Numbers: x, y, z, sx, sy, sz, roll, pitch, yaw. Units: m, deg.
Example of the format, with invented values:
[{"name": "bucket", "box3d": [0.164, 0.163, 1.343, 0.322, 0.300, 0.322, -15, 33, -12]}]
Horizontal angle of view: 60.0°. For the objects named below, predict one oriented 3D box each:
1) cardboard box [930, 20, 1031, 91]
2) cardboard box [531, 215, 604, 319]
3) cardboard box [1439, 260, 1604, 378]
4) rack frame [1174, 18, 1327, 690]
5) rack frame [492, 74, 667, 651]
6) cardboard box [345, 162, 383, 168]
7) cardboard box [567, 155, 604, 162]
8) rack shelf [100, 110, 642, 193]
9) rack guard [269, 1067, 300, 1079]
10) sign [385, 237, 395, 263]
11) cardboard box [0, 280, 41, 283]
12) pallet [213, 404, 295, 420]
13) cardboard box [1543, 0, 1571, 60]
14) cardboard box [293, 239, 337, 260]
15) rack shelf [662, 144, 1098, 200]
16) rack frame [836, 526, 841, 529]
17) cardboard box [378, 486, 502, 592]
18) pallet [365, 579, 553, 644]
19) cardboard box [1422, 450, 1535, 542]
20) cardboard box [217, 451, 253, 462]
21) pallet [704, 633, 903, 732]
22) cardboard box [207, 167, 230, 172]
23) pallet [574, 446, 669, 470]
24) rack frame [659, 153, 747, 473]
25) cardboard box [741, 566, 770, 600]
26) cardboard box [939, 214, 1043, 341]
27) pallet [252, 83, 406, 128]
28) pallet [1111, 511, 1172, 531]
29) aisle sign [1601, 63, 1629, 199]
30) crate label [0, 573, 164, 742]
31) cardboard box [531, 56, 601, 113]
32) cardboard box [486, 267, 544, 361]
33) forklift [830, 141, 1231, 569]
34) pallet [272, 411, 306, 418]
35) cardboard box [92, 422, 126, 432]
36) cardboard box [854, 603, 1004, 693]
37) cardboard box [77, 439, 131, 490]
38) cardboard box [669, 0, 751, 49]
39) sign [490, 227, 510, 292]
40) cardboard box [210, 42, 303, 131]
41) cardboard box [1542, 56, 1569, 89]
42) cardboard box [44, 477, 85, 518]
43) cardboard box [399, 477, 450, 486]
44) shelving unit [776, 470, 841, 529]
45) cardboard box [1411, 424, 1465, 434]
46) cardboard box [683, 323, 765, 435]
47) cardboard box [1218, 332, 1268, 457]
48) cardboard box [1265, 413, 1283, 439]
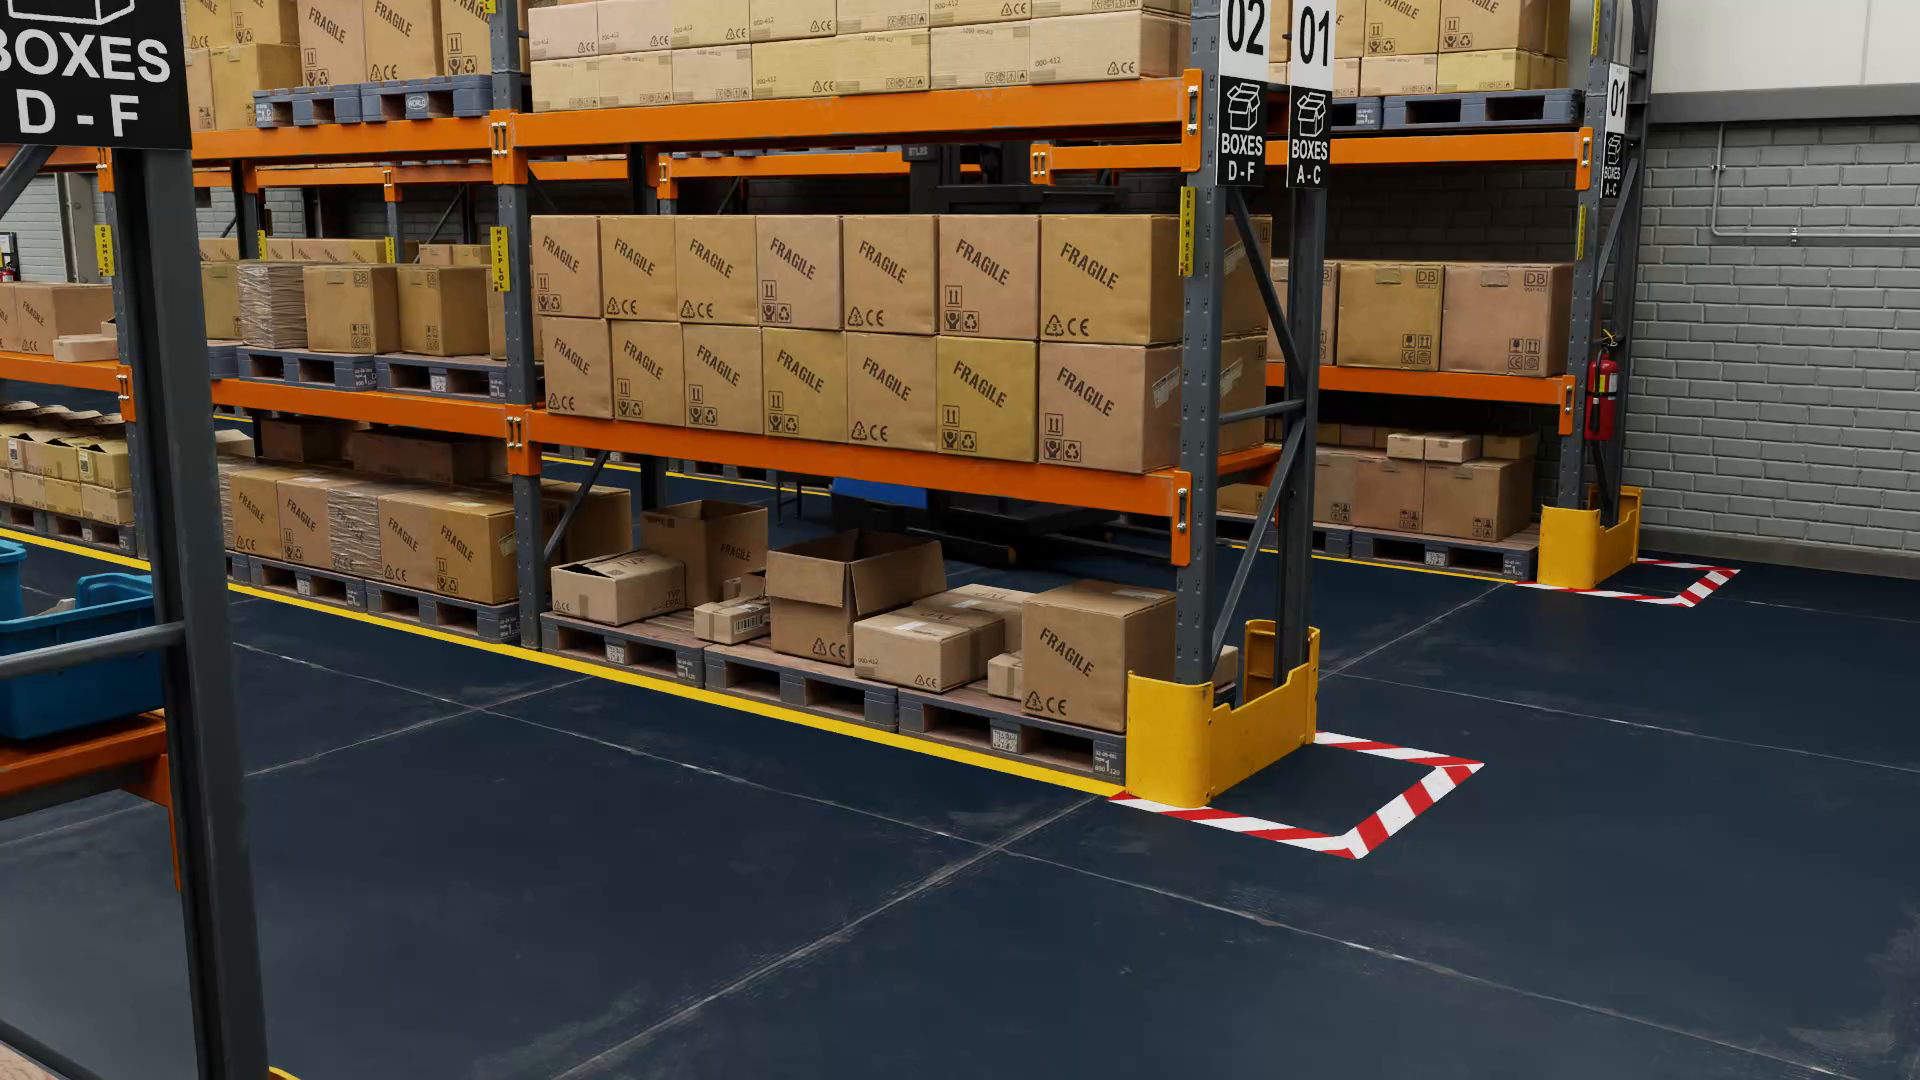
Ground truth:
[{"name": "cardboard box", "box3d": [0.224, -1.983, 6.878, 0.500, 0.250, 0.500, 8, 13, 36]}, {"name": "cardboard box", "box3d": [-1.820, -1.402, 8.483, 0.500, 0.500, 0.500, 8, 14, 37]}, {"name": "cardboard box", "box3d": [3.703, -1.470, 10.942, 0.700, 0.700, 0.980, 9, 14, 38]}, {"name": "rack frame", "box3d": [1.191, -0.508, 6.760, 0.127, 3.000, 1.000, 8, 13, 36]}, {"name": "rack frame", "box3d": [-2.033, -0.958, 9.084, 0.127, 3.000, 1.000, 8, 13, 36]}, {"name": "cardboard box", "box3d": [-6.108, -4.167, 17.459, 0.500, 0.500, 0.500, 8, 14, 37]}, {"name": "cardboard box", "box3d": [-3.318, -3.860, 15.861, 0.637, 0.503, 0.797, 11, 15, 43]}, {"name": "rack shelf", "box3d": [-3.646, -2.302, 10.030, 4.000, 0.370, 1.077, 8, 13, 36]}, {"name": "rack guard", "box3d": [-1.717, 1.478, 3.076, 0.348, 0.500, 1.175, 8, 13, 36]}, {"name": "sign", "box3d": [-5.867, -2.957, 17.139, 0.005, 0.325, 0.100, 8, 13, 36]}, {"name": "cardboard box", "box3d": [-7.448, -1.758, 12.958, 0.500, 0.500, 0.500, 9, 14, 40]}, {"name": "pallet", "box3d": [-8.081, -1.592, 19.701, 1.213, 0.211, 1.003, 8, 13, 36]}, {"name": "cardboard box", "box3d": [3.674, -3.409, 10.906, 0.500, 0.500, 0.500, 7, 13, 33]}, {"name": "cardboard box", "box3d": [-6.922, -3.040, 18.213, 0.500, 0.500, 0.500, 7, 13, 34]}, {"name": "rack shelf", "box3d": [-0.716, -3.061, 13.952, 4.000, 0.370, 1.077, 8, 13, 36]}, {"name": "rack frame", "box3d": [-0.858, -1.149, 12.439, 0.015, 2.100, 0.400, 4, 12, 19]}, {"name": "cardboard box", "box3d": [-2.994, -0.015, 9.634, 0.500, 0.500, 0.500, 8, 14, 36]}, {"name": "pallet", "box3d": [-2.711, 0.325, 9.792, 1.213, 0.211, 1.003, 8, 13, 36]}, {"name": "cardboard box", "box3d": [3.496, -0.309, 11.207, 0.500, 0.500, 0.700, 8, 13, 36]}, {"name": "cardboard box", "box3d": [-5.060, -0.302, 11.114, 0.500, 0.500, 0.500, 9, 14, 38]}, {"name": "pallet", "box3d": [-0.493, 0.626, 8.241, 1.213, 0.211, 1.003, 8, 13, 36]}, {"name": "cardboard box", "box3d": [-8.243, -4.456, 18.951, 0.500, 0.500, 0.500, 9, 14, 39]}, {"name": "pallet", "box3d": [-2.957, -0.886, 16.051, 1.213, 0.211, 1.003, 8, 13, 36]}, {"name": "rack frame", "box3d": [-2.328, -2.166, 15.331, 0.127, 3.000, 1.000, 8, 13, 36]}, {"name": "cardboard box", "box3d": [-0.802, 0.251, 8.755, 0.500, 0.311, 0.500, 8, 13, 36]}, {"name": "cardboard box", "box3d": [0.261, -1.113, 6.989, 0.500, 0.500, 0.500, 8, 14, 37]}, {"name": "pallet", "box3d": [-3.355, -2.539, 9.852, 1.003, 0.211, 1.213, 8, 13, 36]}, {"name": "pallet", "box3d": [1.462, -0.250, 12.767, 1.213, 0.211, 1.003, 8, 13, 36]}, {"name": "aisle sign", "box3d": [4.000, -2.489, 10.156, 0.004, 0.787, 0.394, 8, 13, 36]}, {"name": "crate label", "box3d": [-1.749, 0.224, 3.256, 0.303, 0.233, 0.416, 8, 13, 36]}, {"name": "cardboard box", "box3d": [-1.788, -2.264, 8.335, 0.500, 0.250, 0.500, 8, 13, 36]}, {"name": "cardboard box", "box3d": [-2.283, -1.301, 9.487, 0.500, 0.500, 0.700, 3, 11, 16]}, {"name": "forklift", "box3d": [0.447, -1.356, 11.320, 3.031, 2.935, 1.130, 11, 15, 44]}, {"name": "pallet", "box3d": [-7.102, -1.454, 18.991, 1.213, 0.211, 1.003, 8, 13, 36]}, {"name": "cardboard box", "box3d": [-6.344, -0.759, 12.710, 0.500, 0.311, 0.500, 7, 13, 34]}, {"name": "cardboard box", "box3d": [-0.141, 0.491, 7.676, 0.500, 0.250, 0.500, 8, 13, 36]}, {"name": "cardboard box", "box3d": [-5.825, -0.560, 11.686, 0.500, 0.311, 0.500, 8, 14, 37]}, {"name": "cardboard box", "box3d": [-0.988, -2.396, 7.698, 0.500, 0.250, 0.500, 8, 13, 36]}, {"name": "sign", "box3d": [-2.359, -1.441, 8.533, 0.005, 0.325, 0.100, 8, 13, 36]}, {"name": "cardboard box", "box3d": [-4.056, -2.770, 10.289, 0.500, 0.500, 0.910, 8, 13, 36]}, {"name": "cardboard box", "box3d": [3.676, -3.041, 10.980, 0.500, 0.250, 0.500, 9, 14, 38]}, {"name": "cardboard box", "box3d": [-6.243, -0.343, 12.040, 0.500, 0.250, 0.500, 8, 13, 35]}, {"name": "cardboard box", "box3d": [-3.114, -0.154, 10.351, 0.500, 0.500, 0.500, 8, 14, 36]}, {"name": "shelving unit", "box3d": [-1.087, -1.164, 12.521, 0.503, 2.100, 0.431, 4, 12, 19]}, {"name": "cardboard box", "box3d": [3.307, -0.701, 11.525, 0.250, 0.149, 0.380, 8, 14, 36]}, {"name": "cardboard box", "box3d": [-0.968, -0.794, 7.975, 0.500, 0.500, 0.500, 8, 13, 35]}, {"name": "cardboard box", "box3d": [0.989, -0.648, 7.217, 0.500, 0.500, 0.500, 8, 14, 37]}, {"name": "cardboard box", "box3d": [2.280, -0.844, 12.263, 0.250, 0.149, 0.380, 8, 14, 36]}]
